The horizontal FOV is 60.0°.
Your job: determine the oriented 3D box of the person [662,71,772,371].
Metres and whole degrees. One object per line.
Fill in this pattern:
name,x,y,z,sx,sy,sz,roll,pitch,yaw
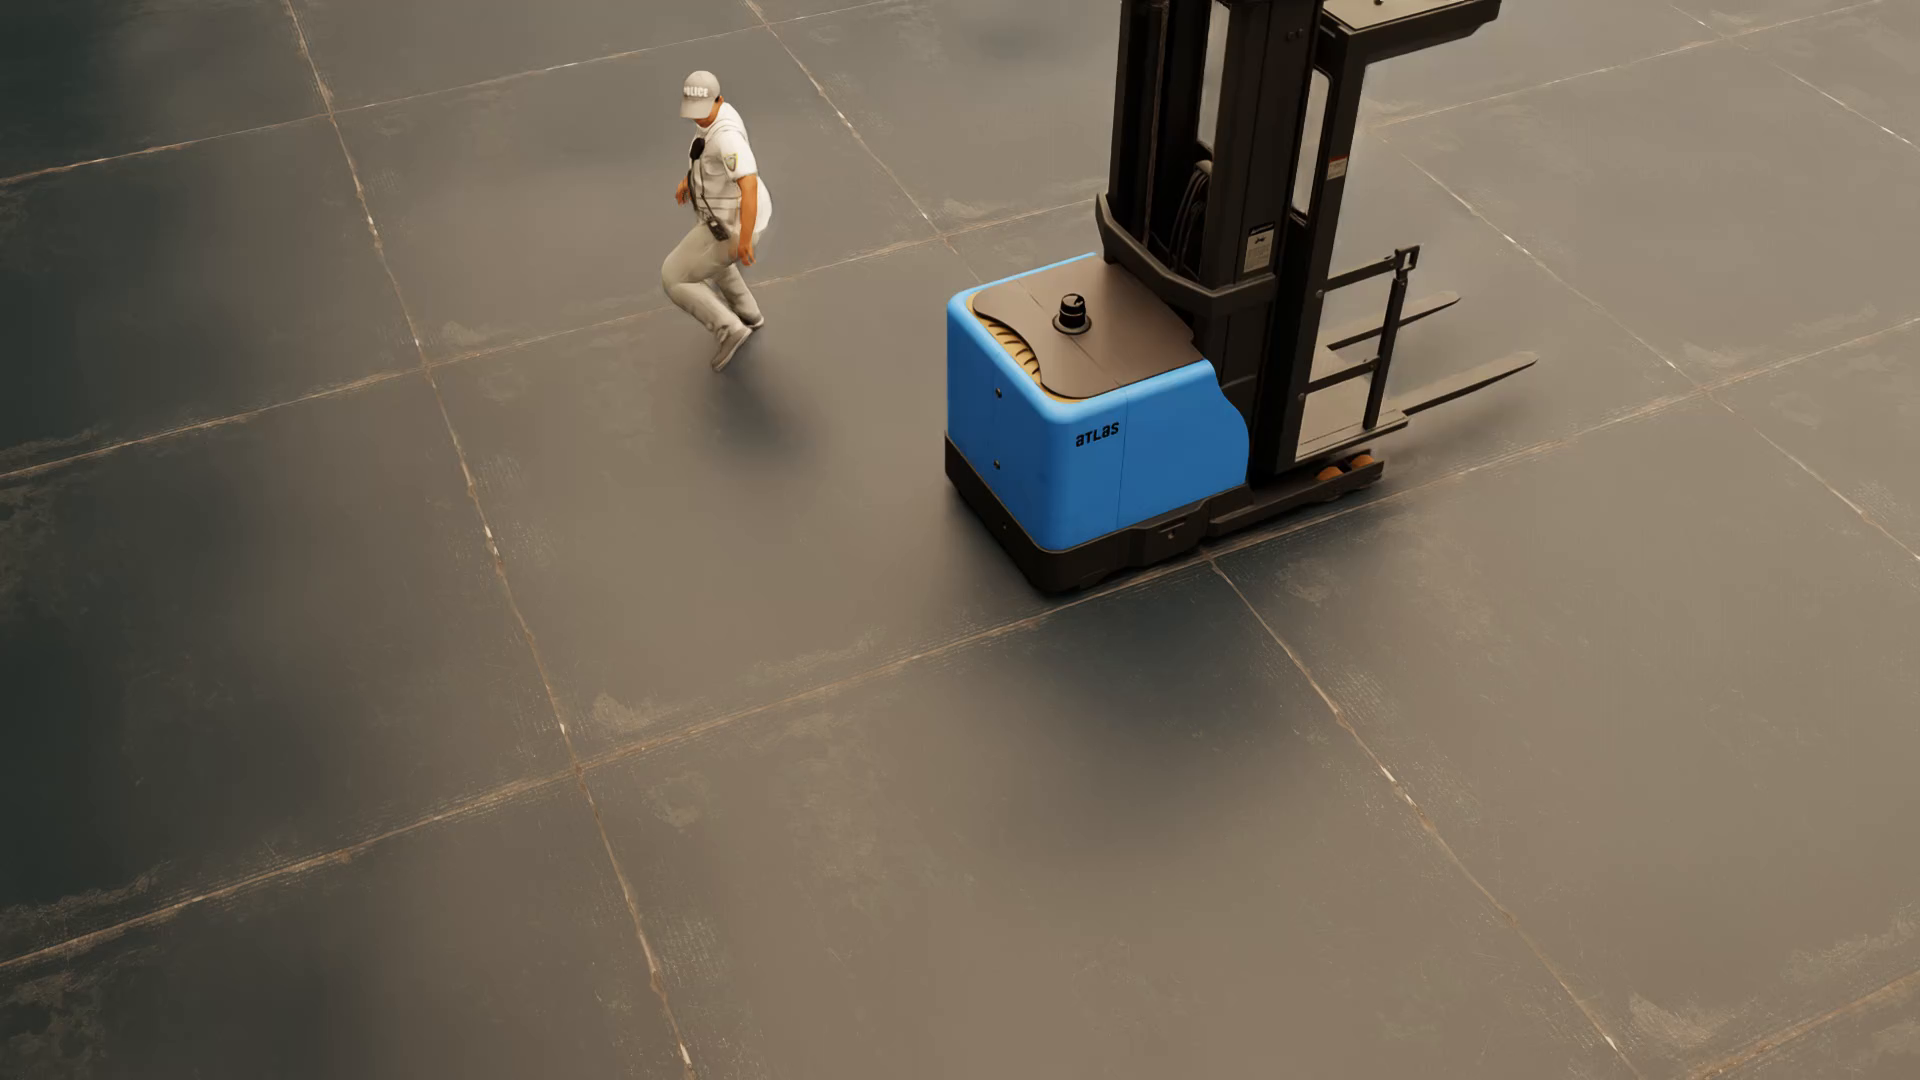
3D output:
person,-1.237,-1.634,8.452,0.556,1.572,0.755,4,43,4

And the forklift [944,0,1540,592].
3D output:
forklift,1.473,-1.559,7.351,3.031,2.935,1.130,-20,47,-20
